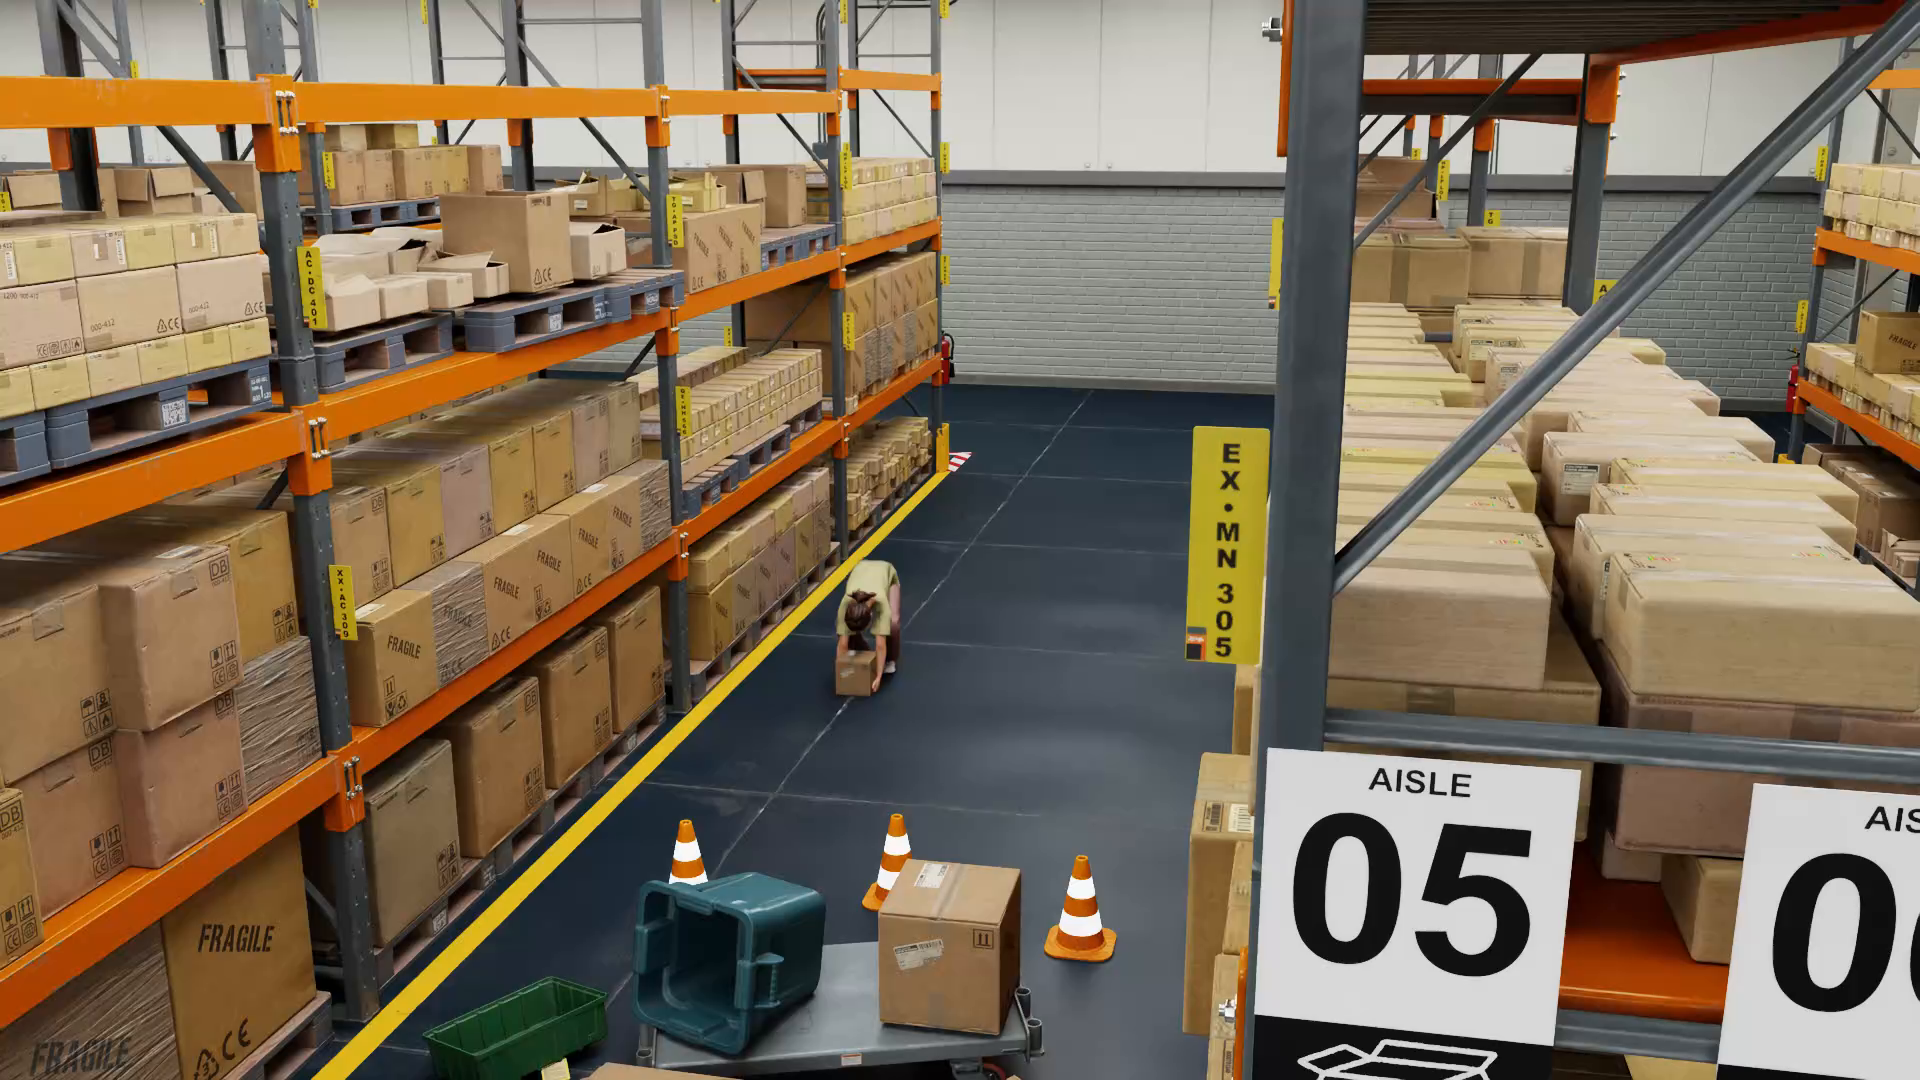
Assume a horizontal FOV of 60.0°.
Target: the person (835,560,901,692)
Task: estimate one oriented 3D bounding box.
[{"bbox_3d":[-0.659,0.606,11.969,0.475,0.818,0.860,2,15,9],"label":"person"}]
